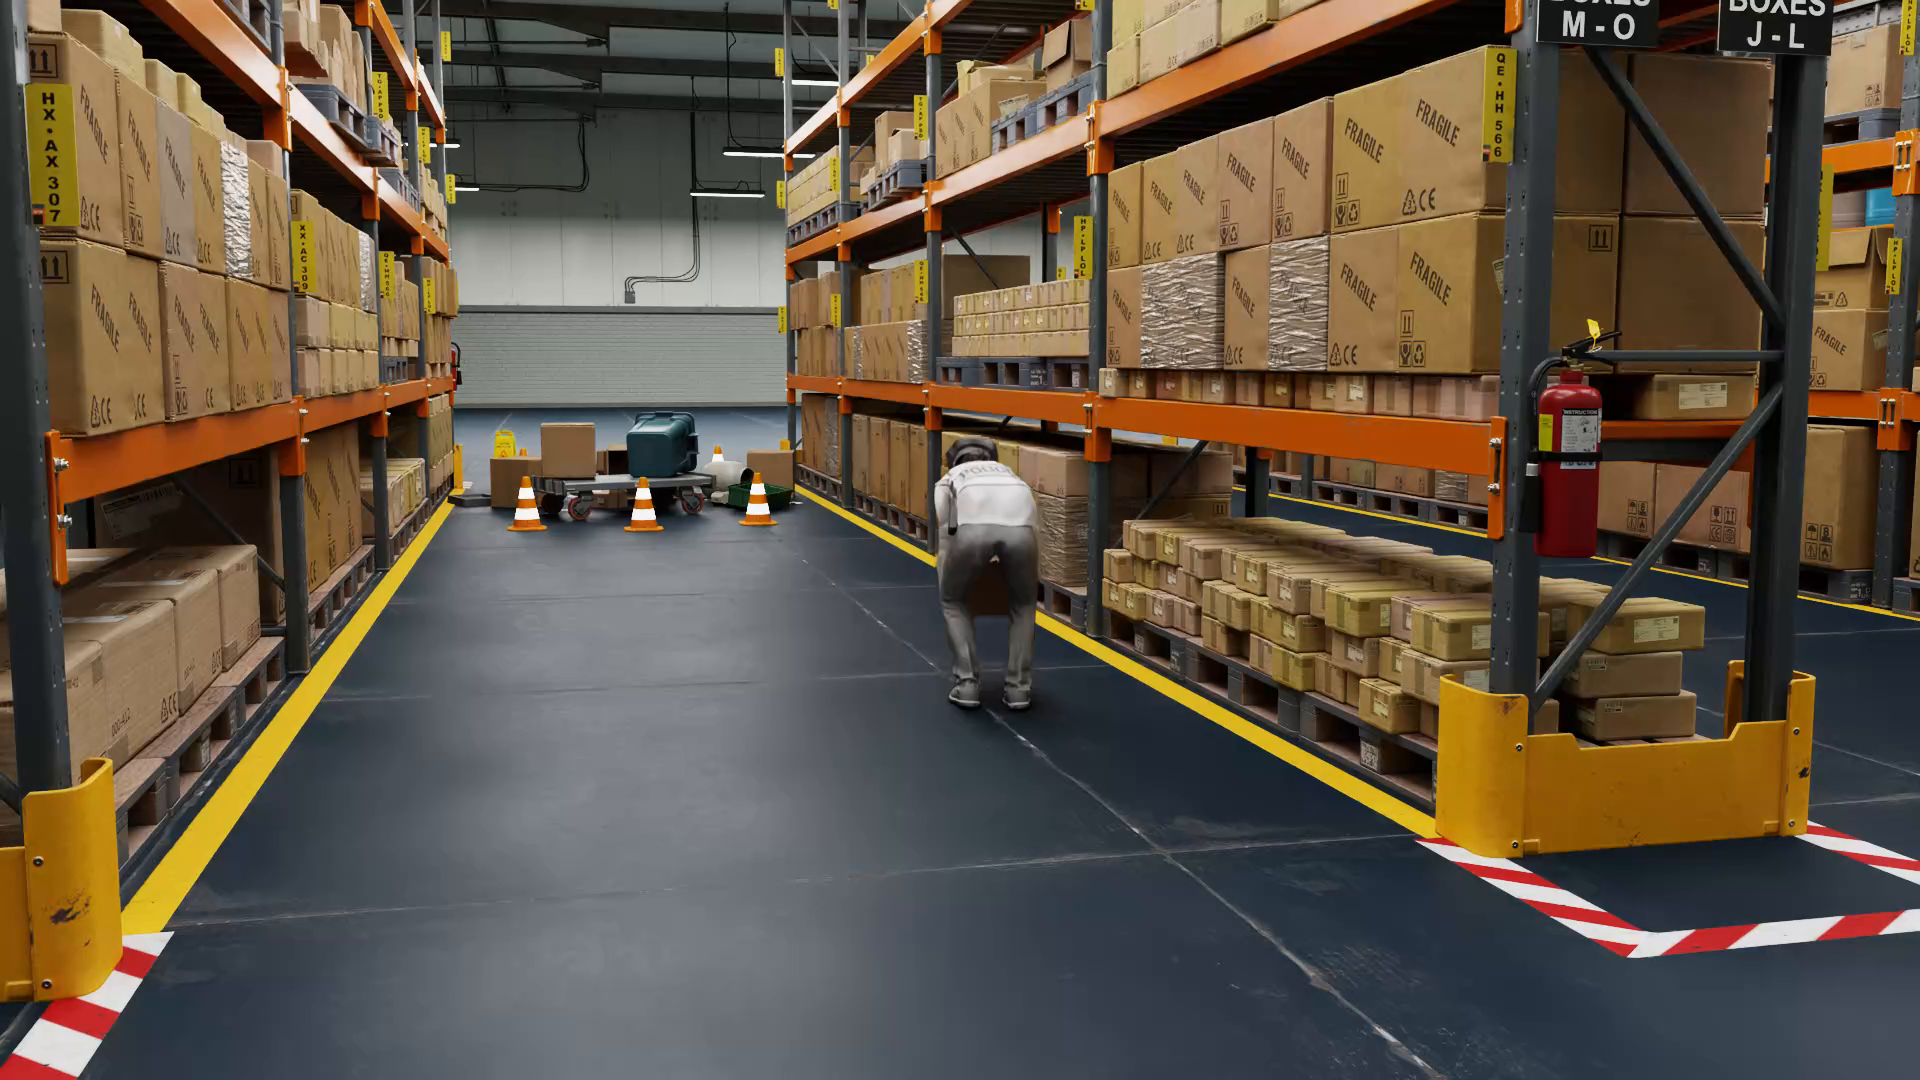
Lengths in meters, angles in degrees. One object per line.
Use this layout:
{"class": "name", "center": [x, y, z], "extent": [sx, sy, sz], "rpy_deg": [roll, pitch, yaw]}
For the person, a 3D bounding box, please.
{"class": "person", "center": [0.110, 0.135, 7.350], "extent": [0.434, 1.146, 0.914], "rpy_deg": [-1, 6, -7]}
